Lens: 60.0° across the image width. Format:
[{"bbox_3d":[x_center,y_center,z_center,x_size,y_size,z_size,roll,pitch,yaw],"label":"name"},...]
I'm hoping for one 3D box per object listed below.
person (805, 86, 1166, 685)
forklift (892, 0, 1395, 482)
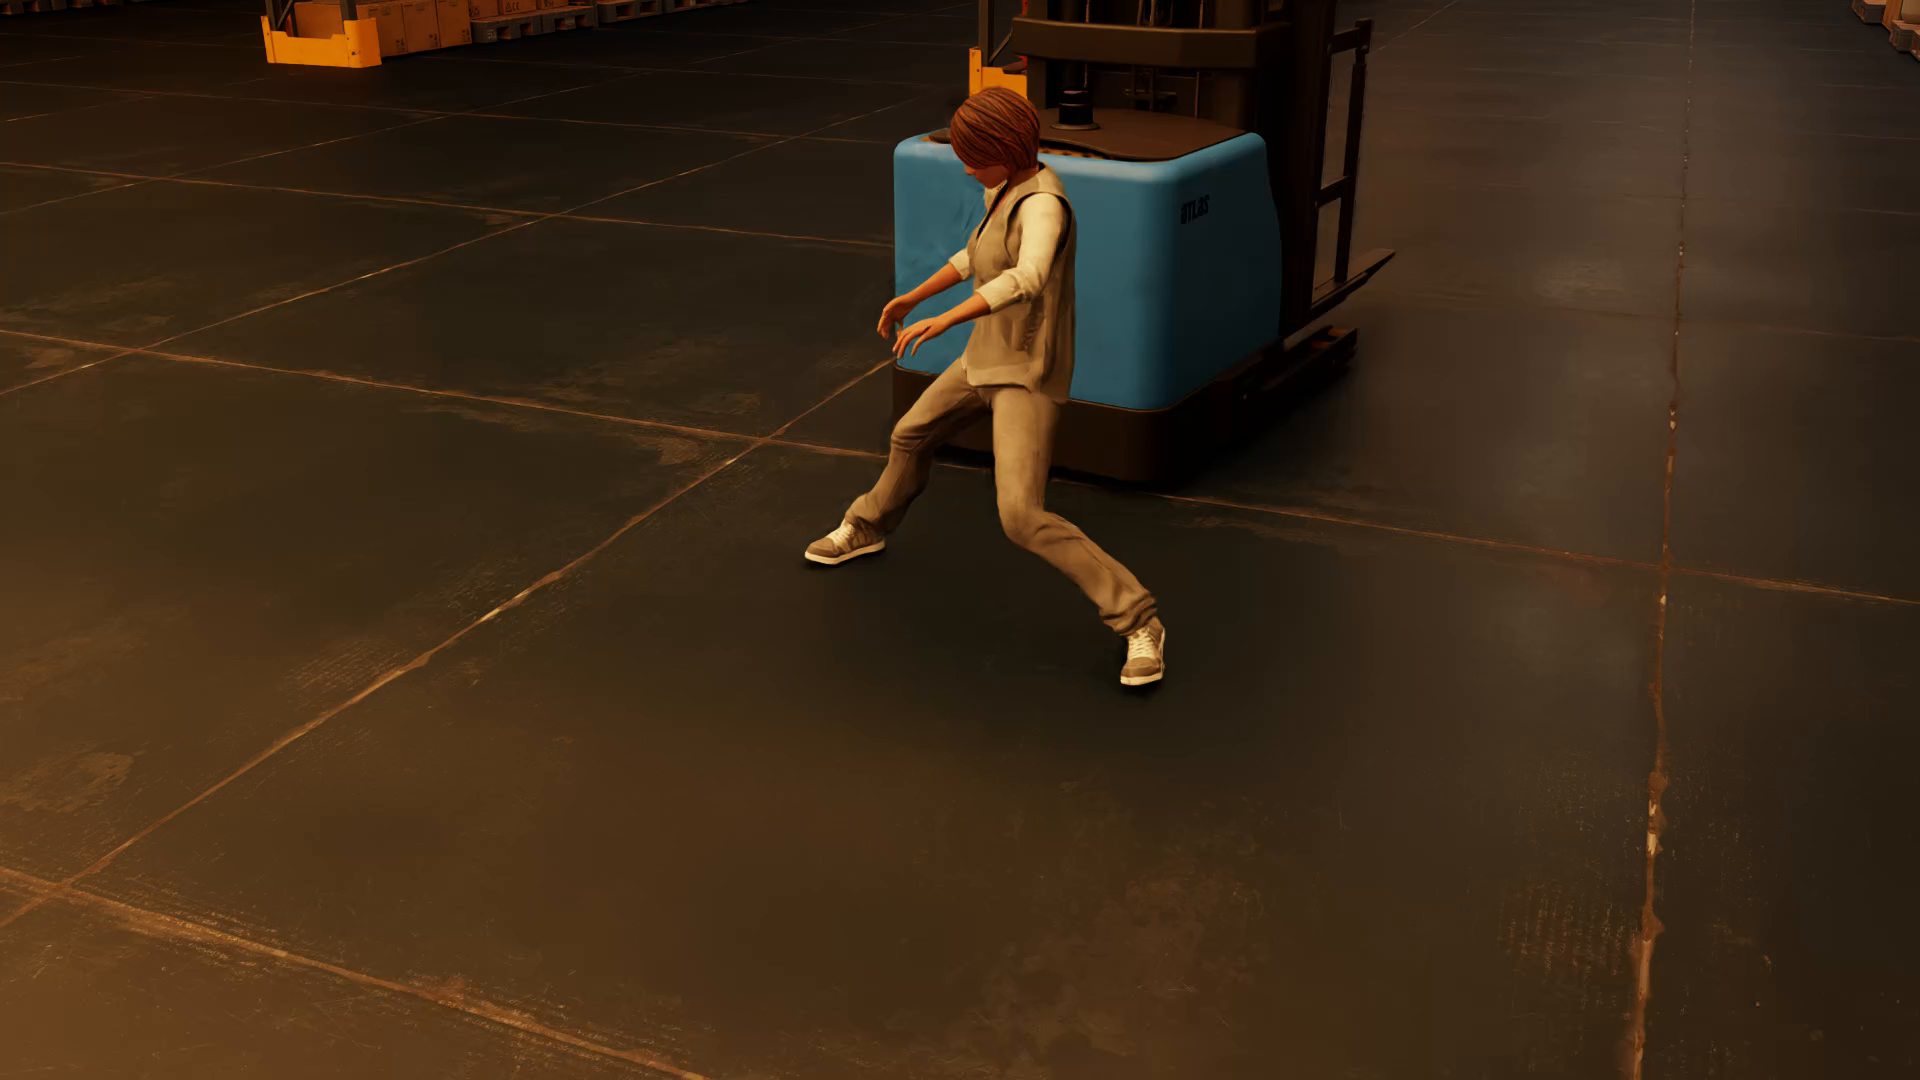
[{"bbox_3d":[0.045,-0.435,4.319,0.839,1.390,1.110,-5,23,-11],"label":"person"},{"bbox_3d":[0.955,-2.060,6.221,1.130,2.935,3.031,13,26,28],"label":"forklift"}]
